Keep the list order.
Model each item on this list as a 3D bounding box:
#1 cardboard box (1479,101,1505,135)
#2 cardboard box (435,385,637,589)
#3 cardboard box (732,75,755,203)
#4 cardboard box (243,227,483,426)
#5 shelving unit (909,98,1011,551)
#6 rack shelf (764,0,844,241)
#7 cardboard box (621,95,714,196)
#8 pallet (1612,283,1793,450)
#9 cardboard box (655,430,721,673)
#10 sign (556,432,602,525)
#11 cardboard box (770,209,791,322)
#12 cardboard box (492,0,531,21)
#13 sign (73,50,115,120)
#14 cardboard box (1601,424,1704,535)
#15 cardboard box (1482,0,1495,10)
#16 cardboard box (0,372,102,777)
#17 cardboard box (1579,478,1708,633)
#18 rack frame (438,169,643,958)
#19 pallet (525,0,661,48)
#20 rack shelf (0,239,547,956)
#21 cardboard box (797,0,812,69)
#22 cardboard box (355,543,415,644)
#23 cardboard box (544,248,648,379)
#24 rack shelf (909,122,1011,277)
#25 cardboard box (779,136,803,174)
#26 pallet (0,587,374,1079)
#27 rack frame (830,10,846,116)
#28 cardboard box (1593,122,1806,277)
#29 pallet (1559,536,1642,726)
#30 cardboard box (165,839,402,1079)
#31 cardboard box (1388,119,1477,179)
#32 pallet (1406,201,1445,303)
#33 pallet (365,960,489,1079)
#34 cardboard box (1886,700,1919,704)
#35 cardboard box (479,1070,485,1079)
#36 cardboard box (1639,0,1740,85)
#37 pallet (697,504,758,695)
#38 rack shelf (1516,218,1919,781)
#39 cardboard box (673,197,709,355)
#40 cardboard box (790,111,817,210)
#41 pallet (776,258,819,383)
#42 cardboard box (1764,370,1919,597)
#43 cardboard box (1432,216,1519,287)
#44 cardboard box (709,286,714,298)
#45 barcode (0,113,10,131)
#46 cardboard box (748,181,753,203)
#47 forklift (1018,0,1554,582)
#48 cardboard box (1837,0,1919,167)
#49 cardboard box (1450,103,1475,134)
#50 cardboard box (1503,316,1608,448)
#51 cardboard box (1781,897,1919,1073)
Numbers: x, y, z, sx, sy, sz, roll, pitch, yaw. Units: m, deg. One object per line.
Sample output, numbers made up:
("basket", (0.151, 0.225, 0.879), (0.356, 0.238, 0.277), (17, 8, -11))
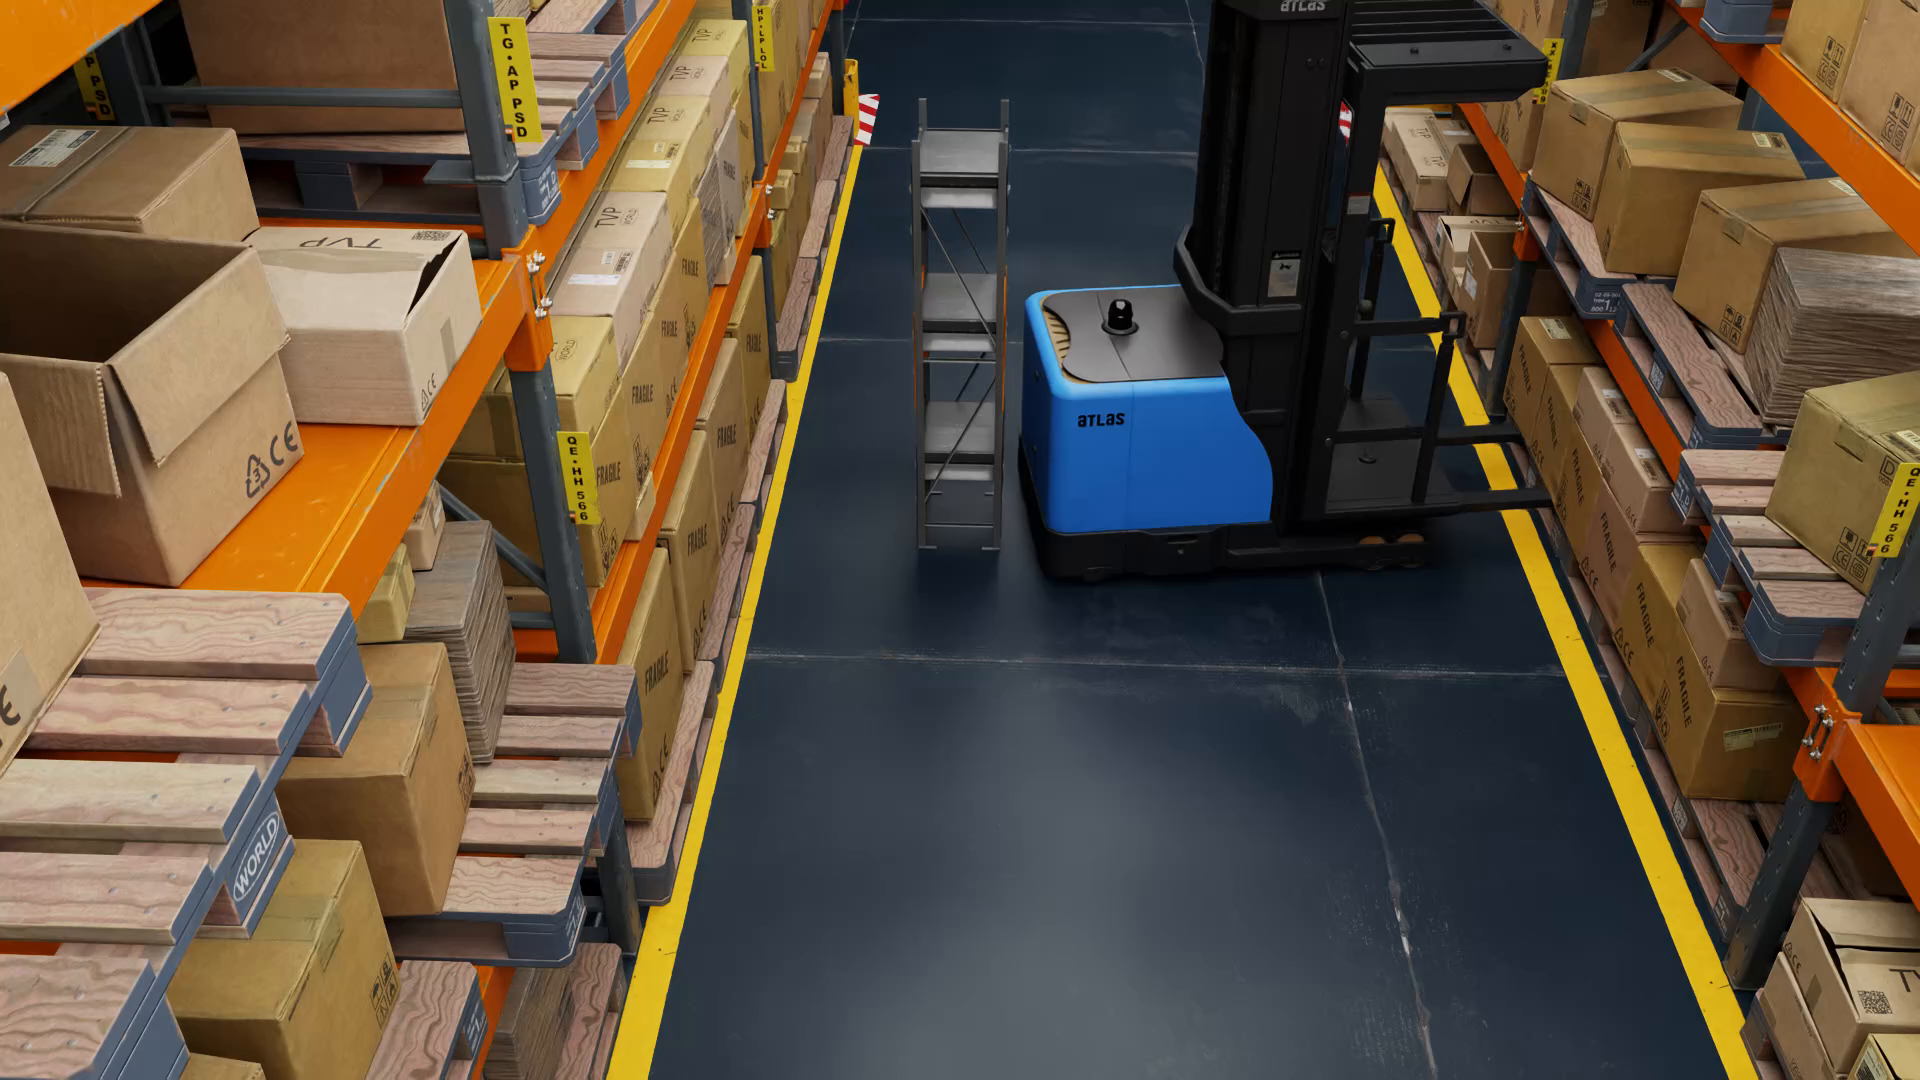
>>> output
("cardboard box", (3.212, -2.564, 9.203), (0.500, 0.500, 0.500), (2, 35, 3))
("cardboard box", (-1.406, -0.192, 5.551), (0.500, 0.500, 0.500), (2, 35, 3))
("cardboard box", (-1.287, -1.946, 8.047), (0.500, 0.500, 0.500), (1, 35, 1))
("cardboard box", (-1.440, -0.527, 3.843), (0.500, 0.311, 0.500), (1, 35, 2))
("shelving unit", (0.007, -0.954, 7.782), (0.431, 2.100, 0.503), (1, 35, 2))
("rack shelf", (-1.440, -2.901, 10.395), (1.077, 0.370, 4.000), (1, 35, 2))
("cardboard box", (-1.335, -1.663, 6.992), (0.500, 0.250, 0.500), (2, 35, 3))
("pallet", (3.342, -0.675, 6.768), (1.003, 0.211, 1.213), (1, 35, 2))
("cardboard box", (-1.479, 0.037, 7.093), (0.750, 0.750, 0.750), (1, 35, 2))
("sign", (-1.139, -0.182, 4.962), (0.100, 0.325, 0.005), (1, 35, 2))
("cardboard box", (-1.388, -1.623, 9.759), (0.700, 0.500, 0.500), (2, 35, 2))
("cardboard box", (-1.750, -1.782, 5.098), (0.700, 0.500, 0.500), (0, 35, -1))
("sign", (-2.236, -1.237, 4.274), (0.100, 0.325, 0.005), (1, 35, 2))
("cardboard box", (3.106, -0.263, 7.155), (0.500, 0.250, 0.500), (1, 35, 1))
("cardboard box", (3.229, -3.264, 9.329), (0.500, 0.500, 0.500), (2, 35, 2))
("cardboard box", (-1.691, 0.089, 2.453), (0.500, 0.500, 0.500), (0, 35, 0))
("cardboard box", (3.107, 0.065, 7.340), (0.500, 0.500, 0.500), (0, 35, 0))
("rack frame", (-1.681, 0.252, 5.283), (1.000, 3.000, 0.127), (1, 35, 2))
("pallet", (-1.667, -1.912, 5.917), (1.003, 0.211, 1.213), (3, 35, 4))
("rack shelf", (-1.762, 0.468, 2.992), (1.077, 0.370, 4.000), (1, 35, 2))
("cardboard box", (-1.428, -3.318, 10.101), (0.980, 0.700, 0.700), (0, 35, 0))
("cardboard box", (-1.663, 0.150, 4.394), (0.380, 0.149, 0.250), (-4, 35, -6))
("cardboard box", (-1.385, -0.789, 5.749), (0.500, 0.250, 0.500), (1, 35, 1))
("rack shelf", (0.007, -1.516, 7.387), (0.431, 0.518, 0.480), (1, 35, 2))
("cardboard box", (-1.171, -2.380, 10.273), (0.380, 0.149, 0.250), (0, 35, 1))
("pallet", (-1.672, 0.452, 2.553), (1.213, 0.211, 1.003), (1, 35, 2))
("rack frame", (-1.360, -4.344, 11.823), (1.000, 3.000, 0.127), (1, 35, 2))
("cardboard box", (3.222, -1.483, 7.299), (0.700, 0.500, 0.500), (7, 36, 9))
("pallet", (3.388, 0.378, 7.529), (1.003, 0.211, 1.213), (1, 35, 2))
("cardboard box", (-1.718, 1.018, 3.724), (0.700, 0.500, 0.500), (1, 35, 2))
("cardboard box", (3.264, -2.694, 11.483), (0.500, 0.250, 0.500), (1, 35, 2))
("pallet", (3.504, -1.890, 10.756), (1.003, 0.211, 1.213), (1, 35, 2))
("pallet", (-1.720, 1.469, 3.718), (1.003, 0.211, 1.213), (1, 35, 2))
("cardboard box", (3.588, 0.651, 6.506), (0.500, 0.500, 0.500), (0, 35, 0))
("cardboard box", (-1.795, 1.803, 4.867), (0.700, 0.500, 0.500), (1, 35, 2))
("cardboard box", (3.729, -2.648, 8.453), (0.500, 0.500, 0.500), (2, 35, 3))
("pallet", (-1.523, 0.243, 7.721), (1.003, 0.211, 1.213), (1, 35, 2))
("rack shelf", (3.349, -0.490, 6.965), (1.077, 0.370, 4.000), (1, 35, 2))
("cardboard box", (-1.342, -1.077, 6.811), (0.500, 0.500, 0.500), (2, 35, 3))
("cardboard box", (-1.328, -2.512, 11.025), (0.700, 0.500, 0.500), (0, 35, 0))
("pallet", (-1.412, -1.340, 9.974), (1.003, 0.211, 1.213), (1, 35, 2))
("cardboard box", (3.181, -0.213, 5.492), (0.700, 0.500, 0.500), (-10, 36, -14))
("cardboard box", (3.199, -1.779, 10.128), (0.500, 0.311, 0.500), (1, 35, 2))
("cardboard box", (-1.321, -1.165, 7.501), (0.380, 0.149, 0.250), (1, 35, 2))
("barcode", (-2.282, -1.008, 3.945), (0.001, 0.075, 0.075), (1, 35, 2))
("cardboard box", (-1.251, -1.751, 8.333), (0.380, 0.149, 0.250), (2, 35, 2))
("forklift", (1.853, -1.353, 7.626), (3.031, 2.935, 1.130), (-4, 35, -5))
("cardboard box", (3.273, -1.448, 5.006), (0.910, 0.500, 0.500), (1, 35, 2))
("cardboard box", (3.814, -3.071, 11.803), (0.500, 0.500, 0.500), (1, 35, 2))
("cardboard box", (3.166, -0.819, 8.598), (0.500, 0.500, 0.500), (0, 35, 0))
("cardboard box", (2.954, 1.382, 5.213), (0.500, 0.311, 0.500), (2, 35, 3))
